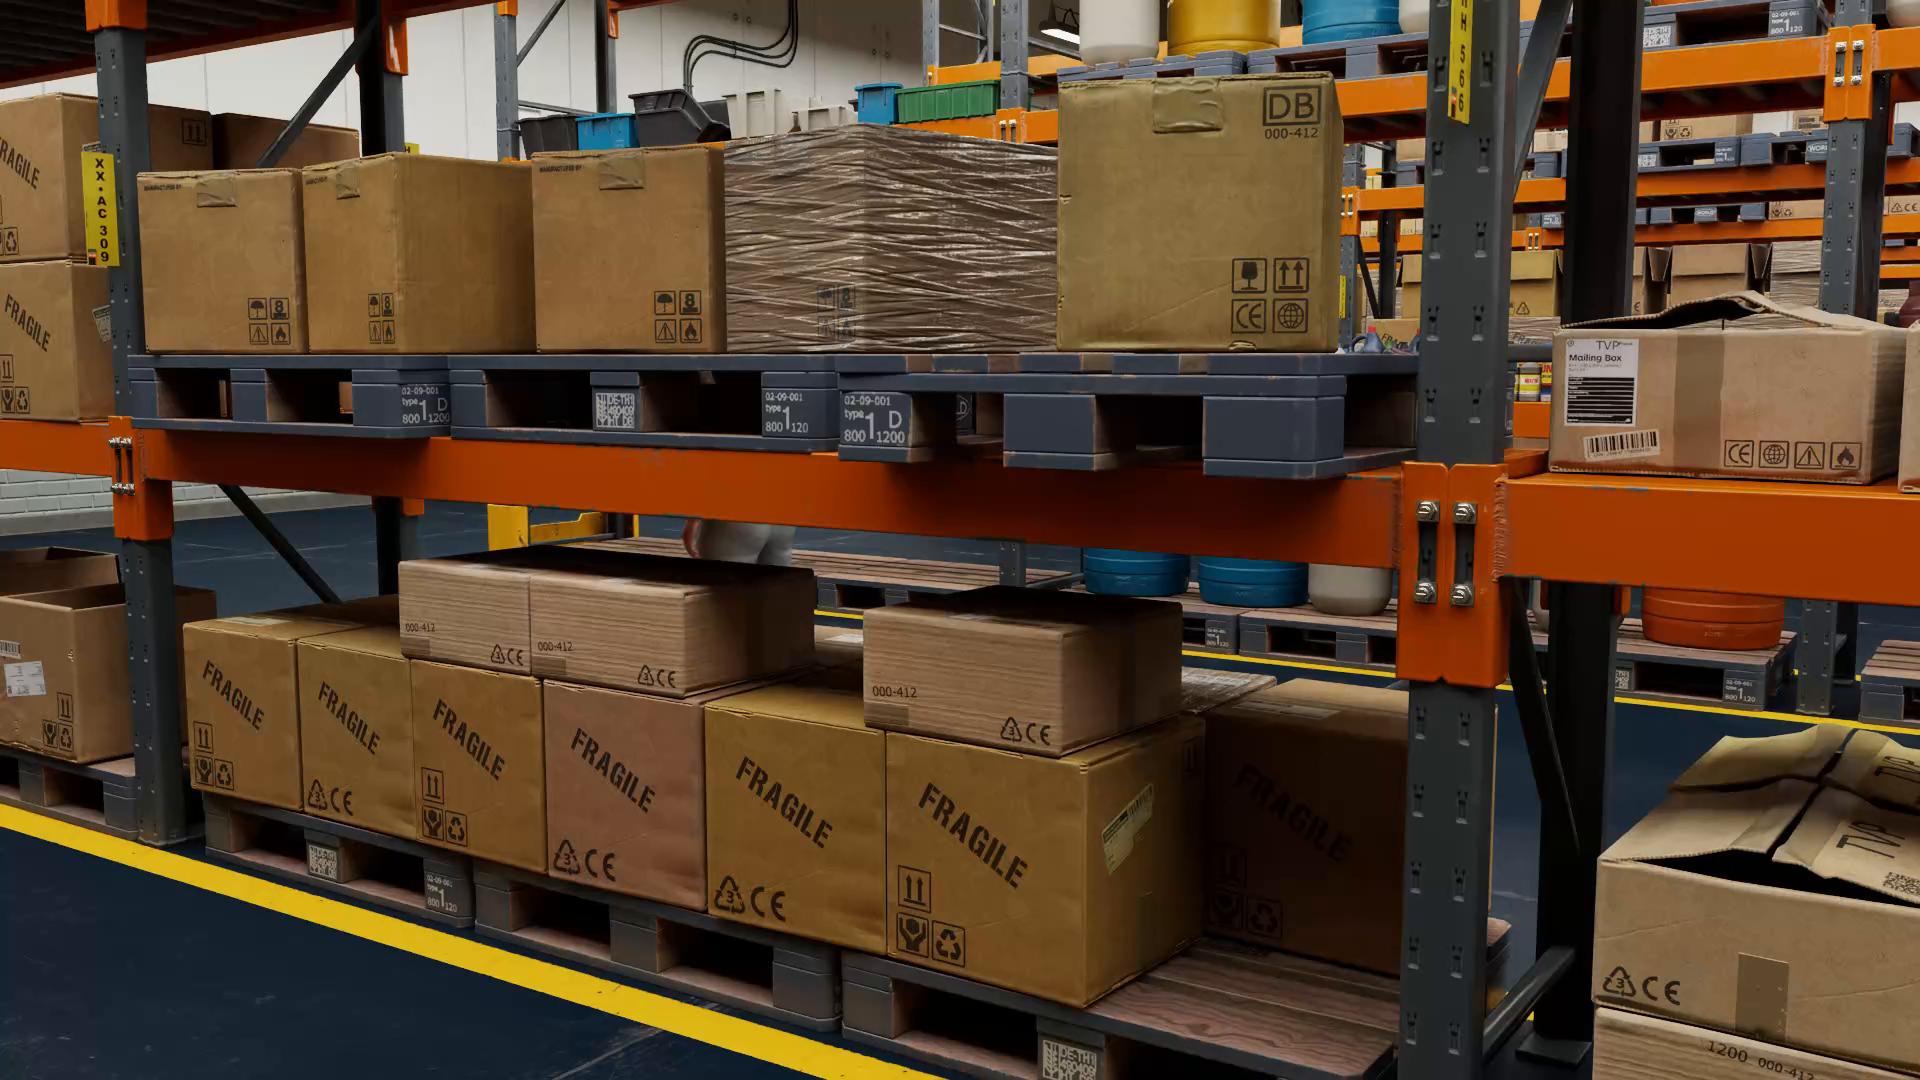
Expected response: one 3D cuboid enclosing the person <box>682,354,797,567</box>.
[{"bbox_3d":[-0.861,-0.099,6.644,0.432,1.748,0.585,4,7,33],"label":"person"}]
